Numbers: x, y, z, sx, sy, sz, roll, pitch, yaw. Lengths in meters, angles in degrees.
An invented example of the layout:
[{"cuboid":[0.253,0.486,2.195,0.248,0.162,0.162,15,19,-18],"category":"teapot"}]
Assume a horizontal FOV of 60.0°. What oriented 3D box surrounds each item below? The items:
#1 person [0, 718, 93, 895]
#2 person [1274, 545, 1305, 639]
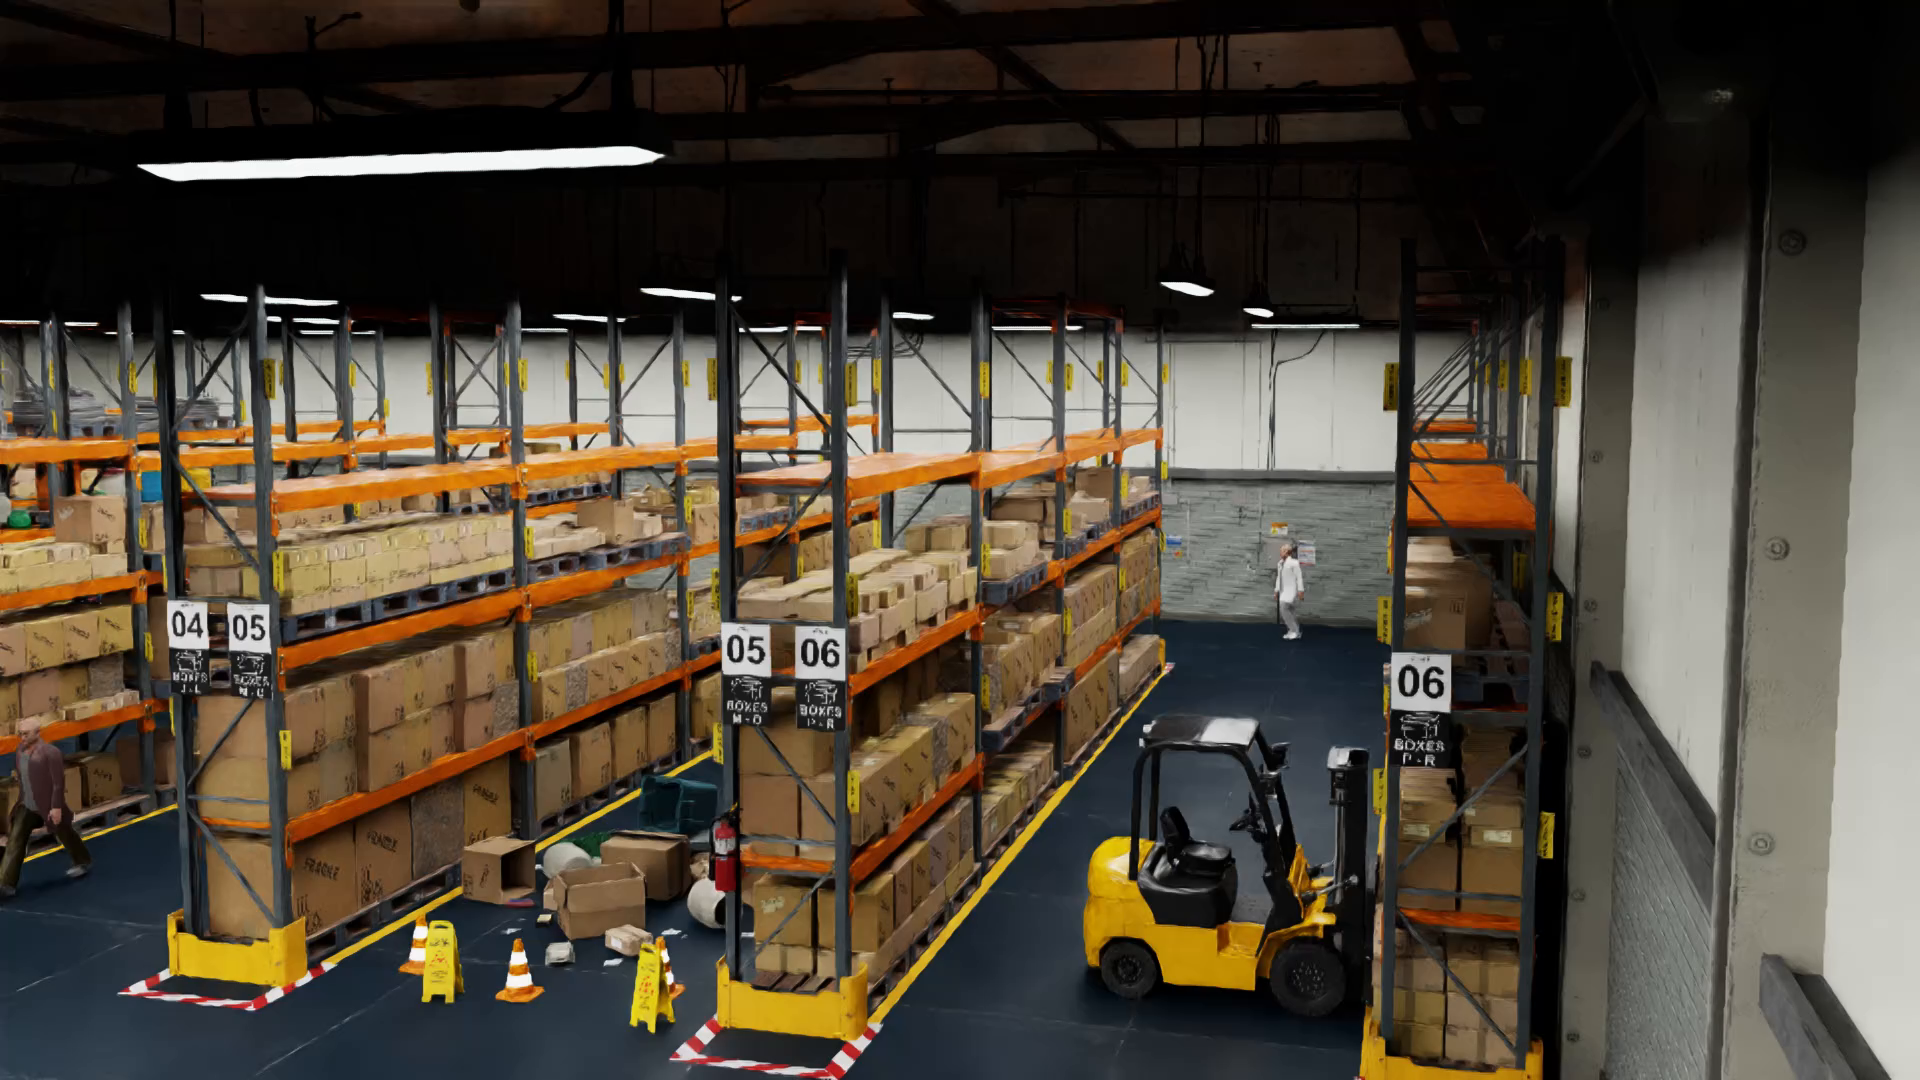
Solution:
[{"cuboid":[-9.055,2.578,16.334,0.588,1.700,1.193,1,6,13],"category":"person"},{"cuboid":[6.176,0.969,31.227,0.521,1.764,0.689,-2,6,-19],"category":"person"}]
